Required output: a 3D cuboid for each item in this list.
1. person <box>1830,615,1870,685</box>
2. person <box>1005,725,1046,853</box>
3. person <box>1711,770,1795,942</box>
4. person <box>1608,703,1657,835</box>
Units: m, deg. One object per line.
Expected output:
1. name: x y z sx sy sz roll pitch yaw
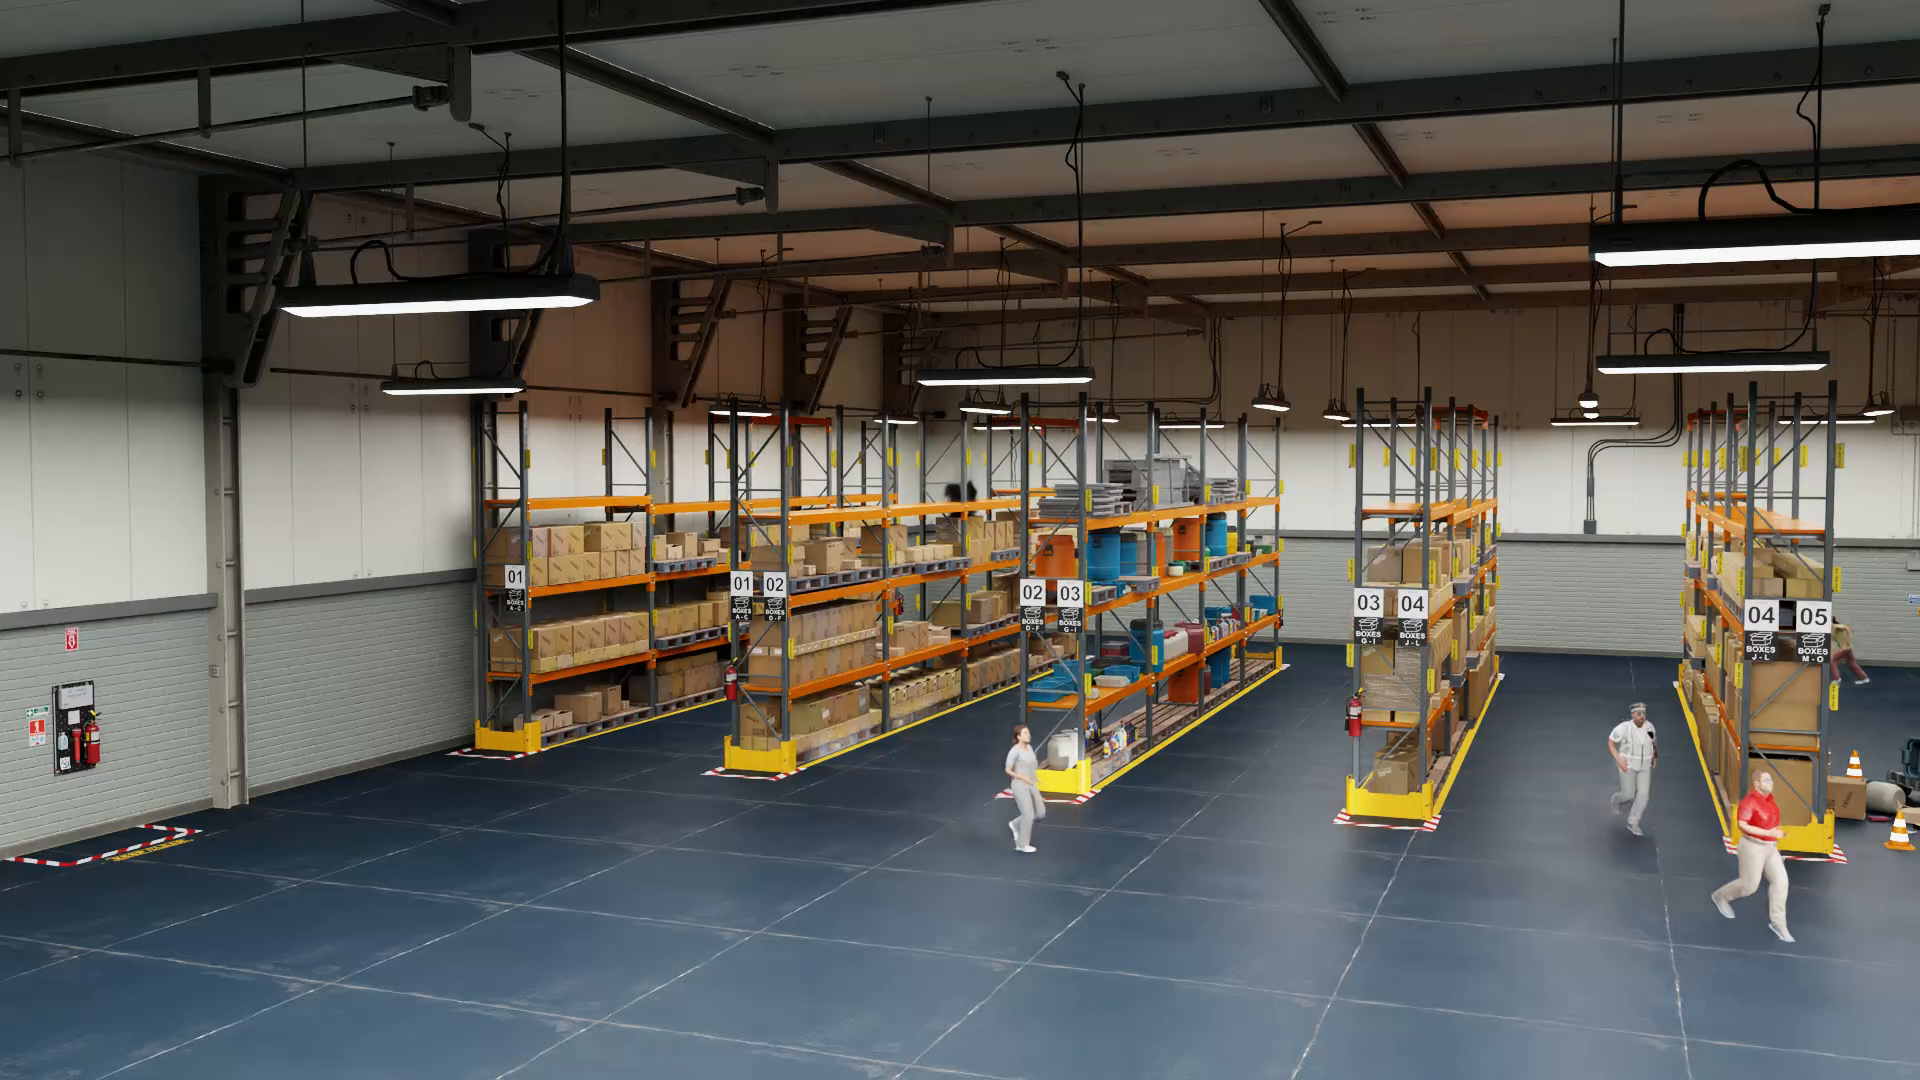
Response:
1. person: 19.459 2.463 36.522 0.929 1.604 0.615 1 3 19
2. person: 0.837 3.132 21.146 0.521 1.561 0.557 3 4 43
3. person: 8.408 3.309 17.599 0.693 1.785 0.937 -2 3 -32
4. person: 9.098 3.048 22.468 0.685 1.758 0.710 0 3 -5
